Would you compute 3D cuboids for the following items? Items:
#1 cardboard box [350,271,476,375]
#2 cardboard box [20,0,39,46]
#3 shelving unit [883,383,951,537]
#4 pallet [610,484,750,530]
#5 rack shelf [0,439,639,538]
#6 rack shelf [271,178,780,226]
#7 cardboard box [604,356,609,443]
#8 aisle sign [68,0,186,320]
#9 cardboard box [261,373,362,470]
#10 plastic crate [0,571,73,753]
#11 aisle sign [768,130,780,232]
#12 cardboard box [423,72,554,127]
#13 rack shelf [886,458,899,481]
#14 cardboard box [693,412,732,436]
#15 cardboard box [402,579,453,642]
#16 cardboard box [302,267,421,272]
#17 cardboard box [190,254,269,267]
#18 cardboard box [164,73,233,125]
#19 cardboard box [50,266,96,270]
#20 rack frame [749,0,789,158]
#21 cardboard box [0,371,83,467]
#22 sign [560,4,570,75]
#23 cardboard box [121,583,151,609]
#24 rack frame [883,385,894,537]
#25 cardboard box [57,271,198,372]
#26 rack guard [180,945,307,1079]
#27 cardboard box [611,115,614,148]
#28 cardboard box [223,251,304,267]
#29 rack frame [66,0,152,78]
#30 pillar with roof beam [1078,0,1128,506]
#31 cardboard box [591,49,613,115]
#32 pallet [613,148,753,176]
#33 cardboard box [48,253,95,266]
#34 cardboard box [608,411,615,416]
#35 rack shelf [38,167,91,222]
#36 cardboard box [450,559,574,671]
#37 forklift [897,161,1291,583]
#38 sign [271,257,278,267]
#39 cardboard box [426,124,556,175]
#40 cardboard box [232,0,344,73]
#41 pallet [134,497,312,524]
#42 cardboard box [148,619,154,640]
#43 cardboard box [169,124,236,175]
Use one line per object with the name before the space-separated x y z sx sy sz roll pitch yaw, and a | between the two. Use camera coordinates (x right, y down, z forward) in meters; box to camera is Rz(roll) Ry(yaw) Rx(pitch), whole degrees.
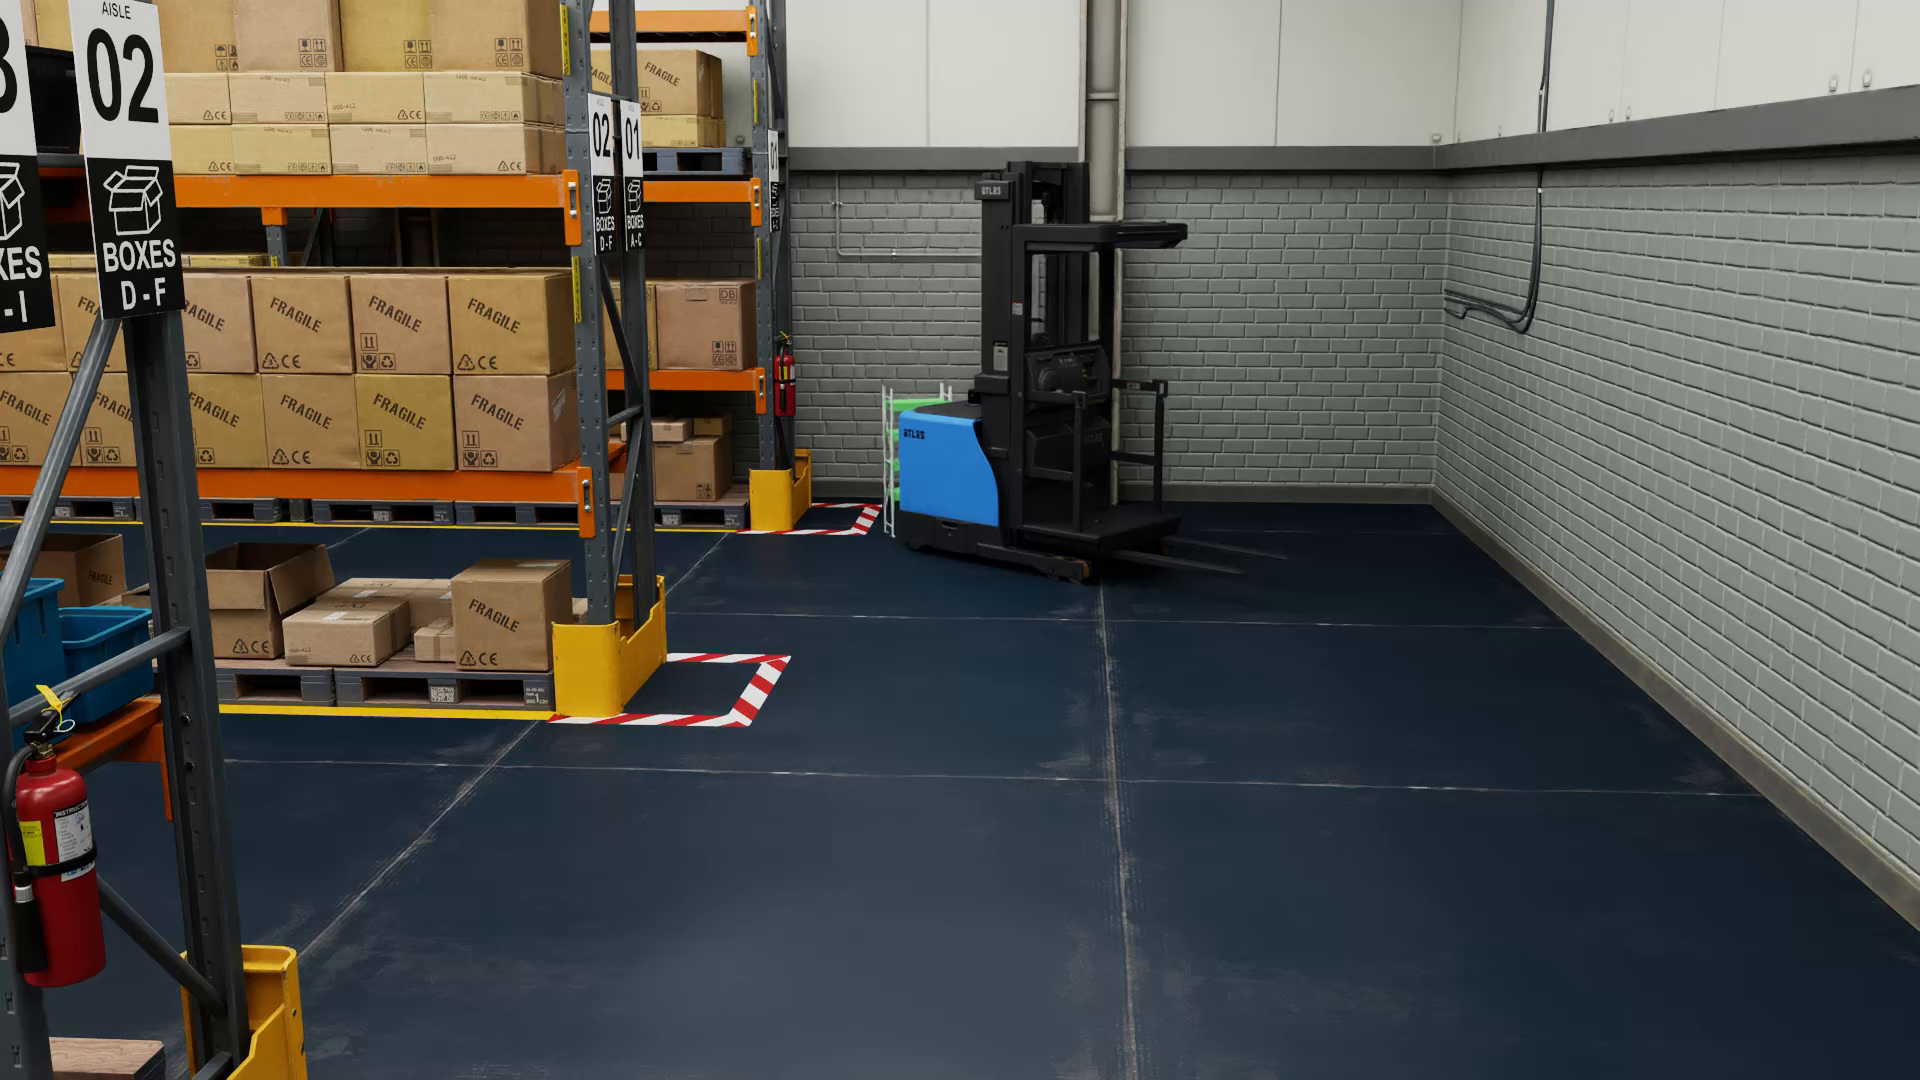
cardboard box | -2.835 -1.145 8.729 0.500 0.500 0.500 1 12 5
cardboard box | -4.882 -2.677 8.725 0.500 0.500 0.700 1 12 4
shelving unit | -0.344 -0.647 13.433 0.503 1.200 0.258 -4 12 -18
pallet | -2.344 -0.292 14.148 1.213 0.211 1.003 1 12 4
rack shelf | -3.864 -0.325 9.253 4.000 0.370 1.077 1 12 4
rack shelf | -3.536 -2.805 13.784 4.000 0.370 1.077 1 12 4
cardboard box | -2.293 -0.759 9.325 0.500 0.500 0.500 1 12 5
aisle sign | -2.111 -0.970 4.231 0.004 0.787 0.394 1 12 4
cardboard box | -3.348 -0.664 8.871 0.500 0.500 0.500 1 12 4
plastic crate | -2.549 0.349 4.041 0.499 0.435 0.616 1 12 4
aisle sign | -1.489 -2.872 13.323 0.004 0.787 0.394 1 12 4
cardboard box | -2.398 -2.244 8.490 0.500 0.250 0.500 1 12 4
rack shelf | -0.344 -0.585 13.446 0.480 0.148 0.258 -4 12 -18
cardboard box | -2.108 -0.990 14.169 0.250 0.149 0.380 1 12 4
cardboard box | -2.890 0.408 9.631 0.500 0.250 0.500 1 12 4
cardboard box | -3.314 -1.262 9.287 0.500 0.500 0.500 1 12 5
cardboard box | -6.015 -2.242 13.810 0.500 0.250 0.500 1 12 5
cardboard box | -3.895 -2.264 8.586 0.500 0.250 0.500 1 12 4
cardboard box | -4.826 -1.282 9.387 0.500 0.500 0.500 1 12 3
rack frame | -1.541 -4.598 13.273 0.127 3.000 1.000 1 12 4
cardboard box | -4.858 -0.685 8.970 0.500 0.500 0.500 1 12 5
sign | -1.925 -2.438 8.110 0.005 0.325 0.100 1 12 4
cardboard box | -4.523 0.356 9.731 0.500 0.311 0.500 1 12 4
rack frame | -0.576 -0.632 13.357 0.015 1.200 0.240 -4 12 -18
cardboard box | -4.380 -1.165 8.825 0.500 0.500 0.500 0 12 2
rack guard | -2.178 1.583 4.479 0.348 0.500 1.175 1 12 4
cardboard box | -2.809 -3.274 13.364 0.500 0.250 0.500 0 12 2
cardboard box | -5.973 -2.348 14.314 0.500 0.250 0.500 1 12 6
rack frame | -2.203 -2.574 3.597 0.127 3.000 1.000 1 12 4
pillar with roof beam | 0.923 -3.859 9.737 0.400 9.000 9.100 1 12 4
cardboard box | -2.788 -3.642 13.290 0.500 0.500 0.500 1 12 5
pallet | -2.282 -3.095 13.627 1.213 0.211 1.003 1 12 4
cardboard box | -7.542 -2.265 13.919 0.500 0.250 0.500 1 12 3
cardboard box | -3.117 -1.003 14.234 0.250 0.149 0.380 1 12 5
rack shelf | -4.198 -0.781 4.109 4.000 0.370 1.077 1 12 4
cardboard box | -2.427 0.401 9.055 0.500 0.500 0.500 1 12 4
forklift | 0.956 -1.248 12.074 3.031 2.935 1.130 10 16 40
sign | -5.558 -2.134 13.508 0.005 0.325 0.100 1 12 4
cardboard box | -2.398 -1.998 8.533 0.500 0.250 0.500 1 12 4
cardboard box | -3.381 -2.669 8.690 0.500 0.500 0.700 1 12 4
pallet | -6.307 -0.347 14.411 1.213 0.211 1.003 1 12 4
cardboard box | -4.591 0.527 9.270 0.250 0.166 0.380 1 12 4
cardboard box | -3.894 -2.021 8.645 0.500 0.250 0.500 1 12 4
